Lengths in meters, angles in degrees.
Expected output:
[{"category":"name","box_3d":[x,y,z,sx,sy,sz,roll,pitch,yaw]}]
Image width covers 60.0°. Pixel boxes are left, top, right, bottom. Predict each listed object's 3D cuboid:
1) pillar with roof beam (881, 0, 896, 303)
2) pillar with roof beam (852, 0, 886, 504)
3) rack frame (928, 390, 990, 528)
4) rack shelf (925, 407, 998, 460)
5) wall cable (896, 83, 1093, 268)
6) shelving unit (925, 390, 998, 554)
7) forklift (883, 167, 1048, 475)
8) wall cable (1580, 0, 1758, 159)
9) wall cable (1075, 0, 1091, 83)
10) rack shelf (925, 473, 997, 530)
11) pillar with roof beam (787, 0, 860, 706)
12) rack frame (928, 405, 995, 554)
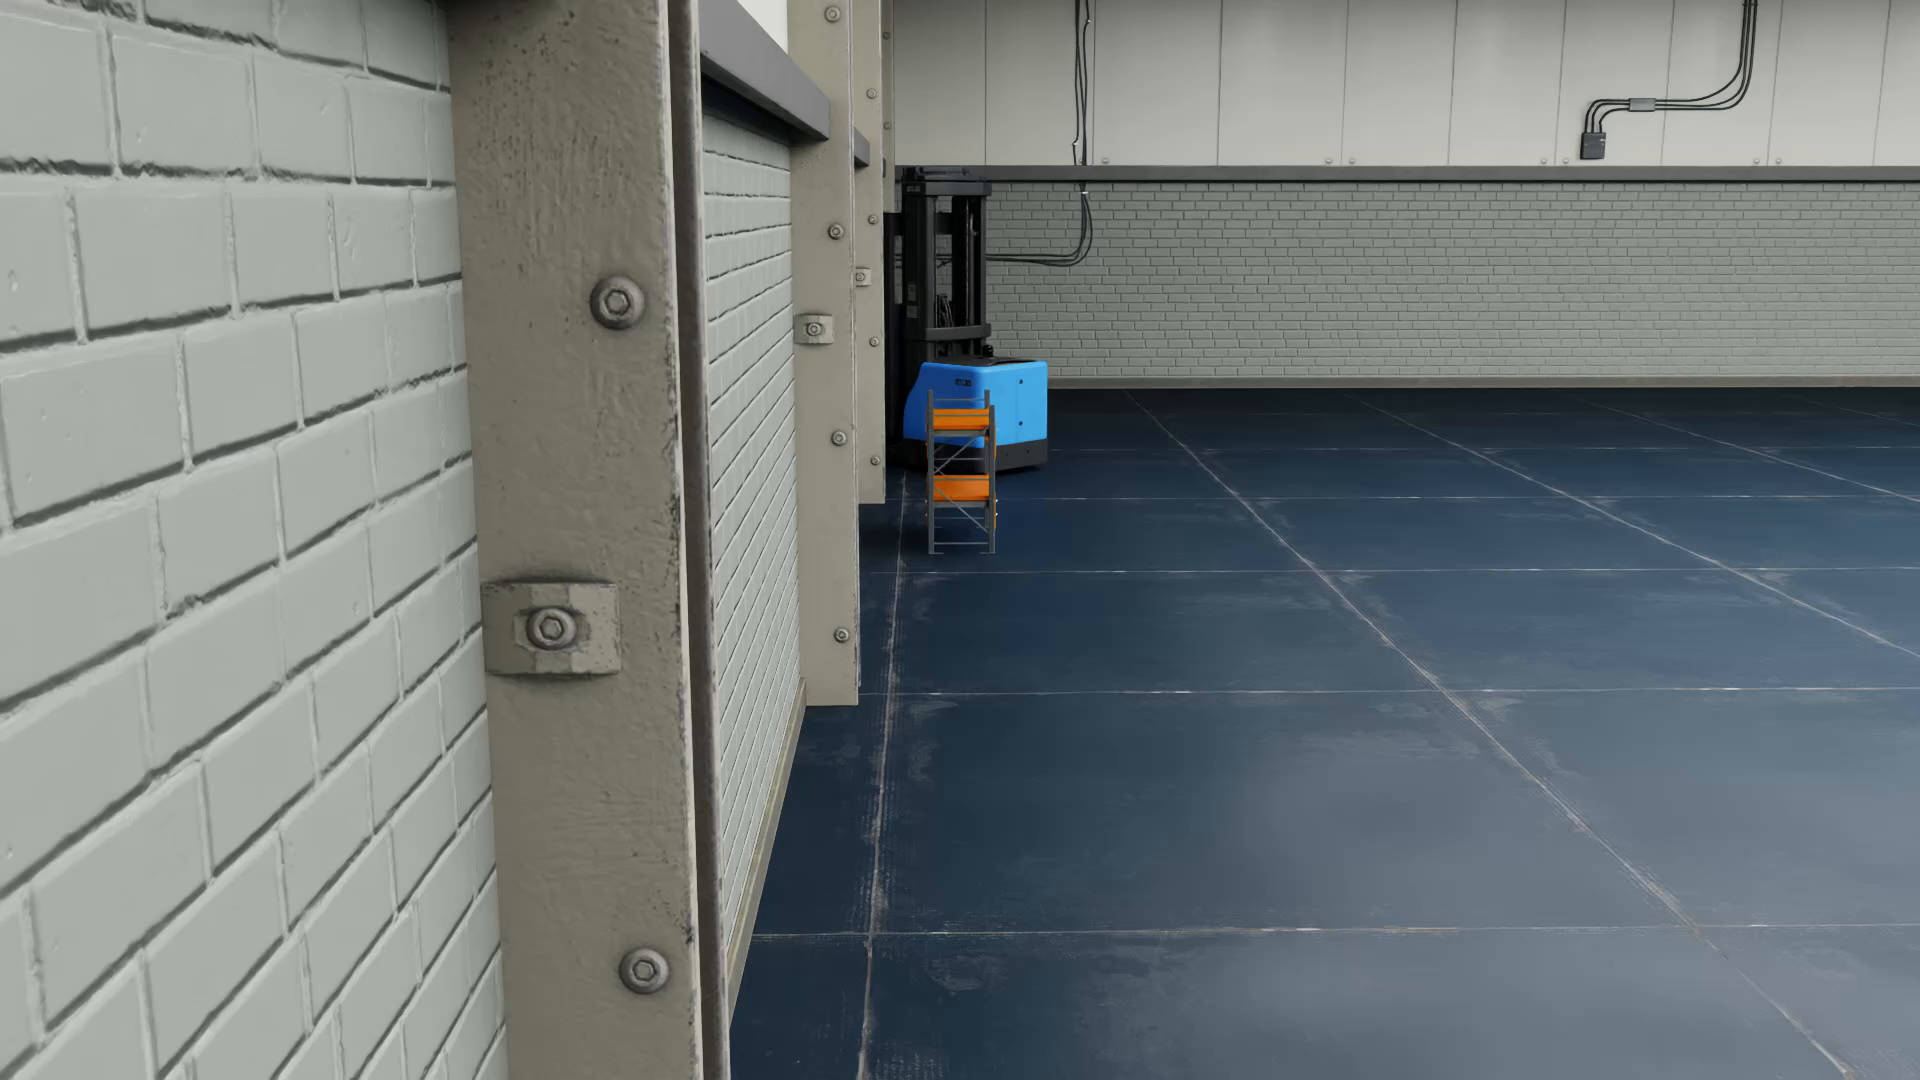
[{"category":"pillar with roof beam","box_3d":[3.358,-5.981,19.909,9.100,9.000,0.400,0,11,-1]},{"category":"pillar with roof beam","box_3d":[3.482,-4.789,14.030,9.100,9.000,0.400,0,11,-1]},{"category":"rack frame","box_3d":[-0.010,-0.651,13.439,0.500,1.125,0.032,0,11,-1]},{"category":"rack shelf","box_3d":[0.000,-0.837,12.882,0.538,0.278,1.000,0,11,-1]},{"category":"wall cable","box_3d":[0.315,-5.033,23.044,3.097,2.526,0.112,0,11,-1]},{"category":"shelving unit","box_3d":[0.000,-0.550,12.941,0.538,1.125,1.048,0,11,-1]},{"category":"forklift","box_3d":[-0.530,-2.281,16.932,3.031,2.935,1.130,11,16,43]},{"category":"wall cable","box_3d":[9.806,-8.257,22.574,2.305,6.003,0.169,0,11,-1]},{"category":"wall cable","box_3d":[3.019,-7.519,22.597,3.097,2.526,0.112,0,11,-1]},{"category":"rack shelf","box_3d":[0.000,-0.310,12.989,0.538,0.278,1.000,0,11,-1]},{"category":"pillar with roof beam","box_3d":[3.606,-3.596,8.151,9.100,9.000,0.400,0,11,-1]},{"category":"rack frame","box_3d":[0.011,-0.449,12.443,0.500,1.125,0.032,0,11,-1]}]
